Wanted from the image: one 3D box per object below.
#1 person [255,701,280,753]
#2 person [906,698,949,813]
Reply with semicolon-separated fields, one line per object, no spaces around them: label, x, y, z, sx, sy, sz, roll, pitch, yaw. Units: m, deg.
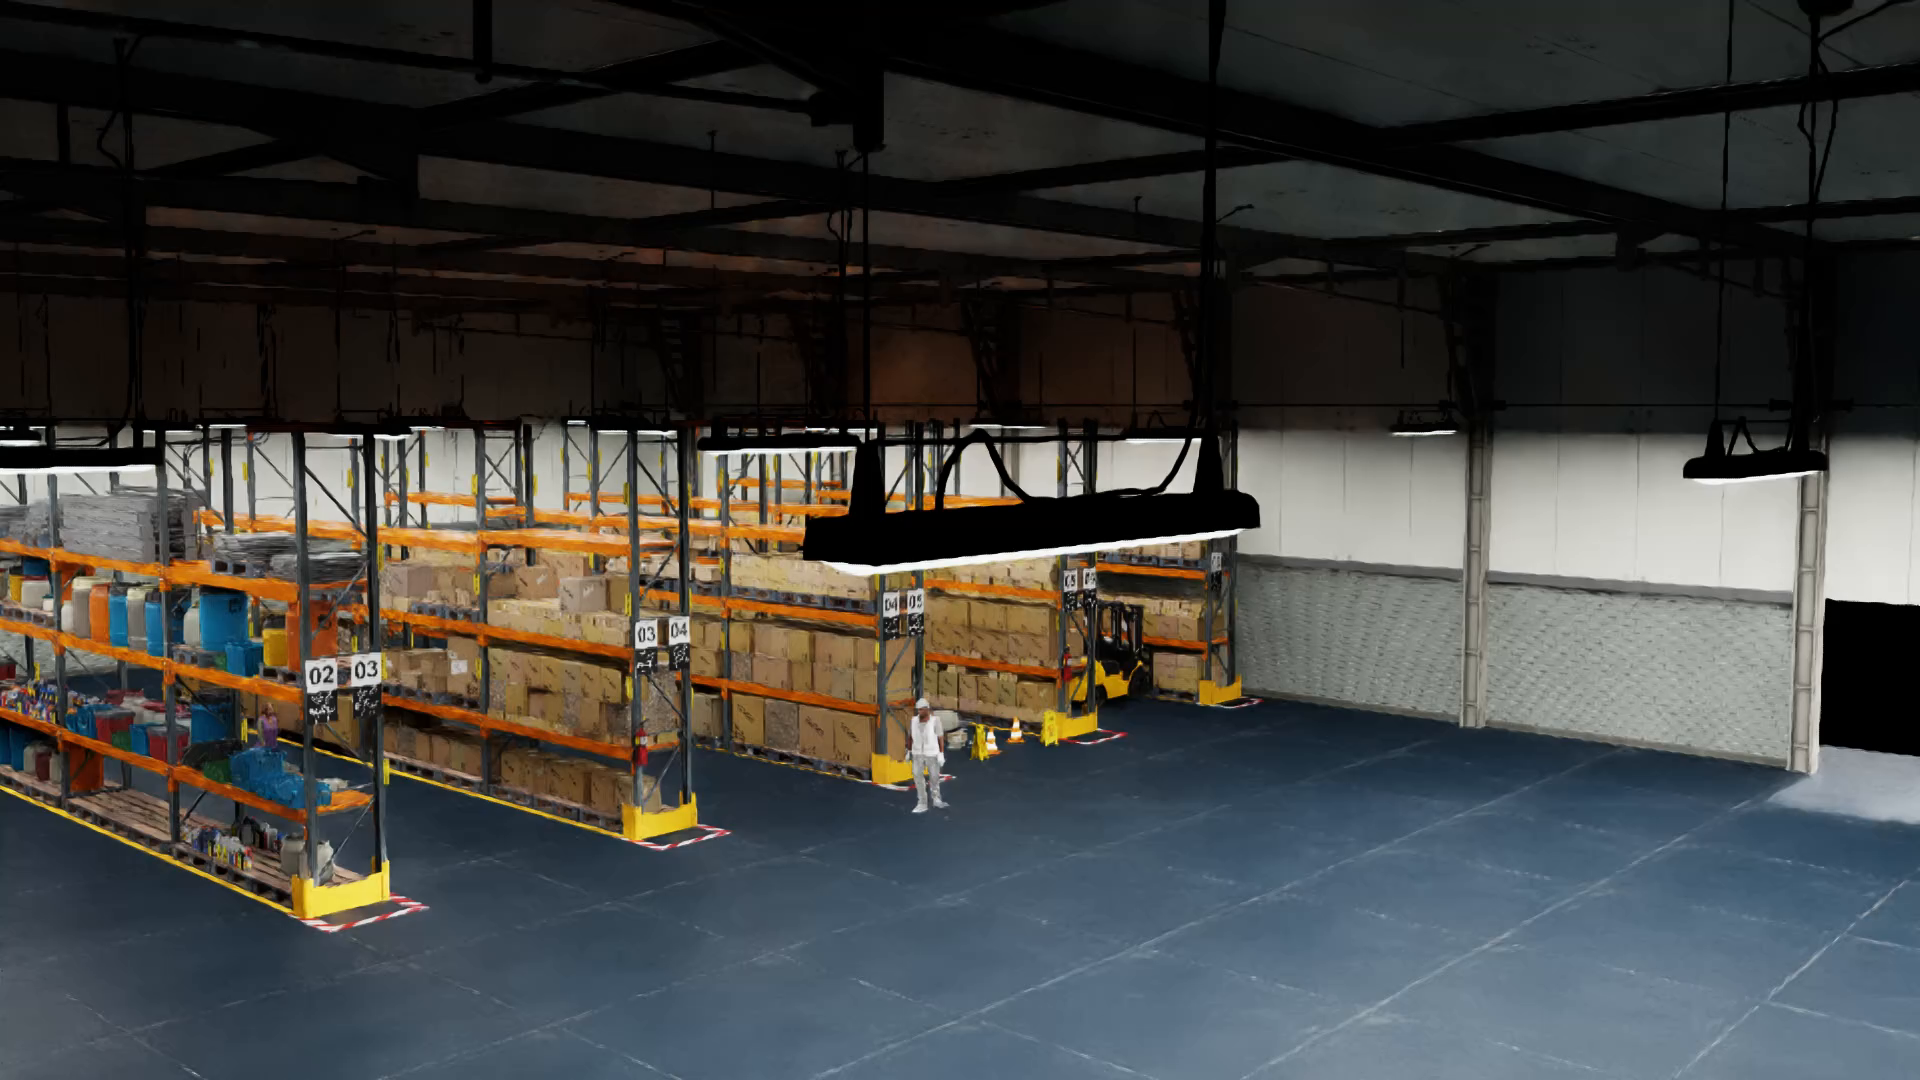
person;-11.184;3.359;26.831;0.957;1.533;0.411;3;6;34
person;-0.523;3.335;25.919;0.657;1.780;0.549;1;5;15
